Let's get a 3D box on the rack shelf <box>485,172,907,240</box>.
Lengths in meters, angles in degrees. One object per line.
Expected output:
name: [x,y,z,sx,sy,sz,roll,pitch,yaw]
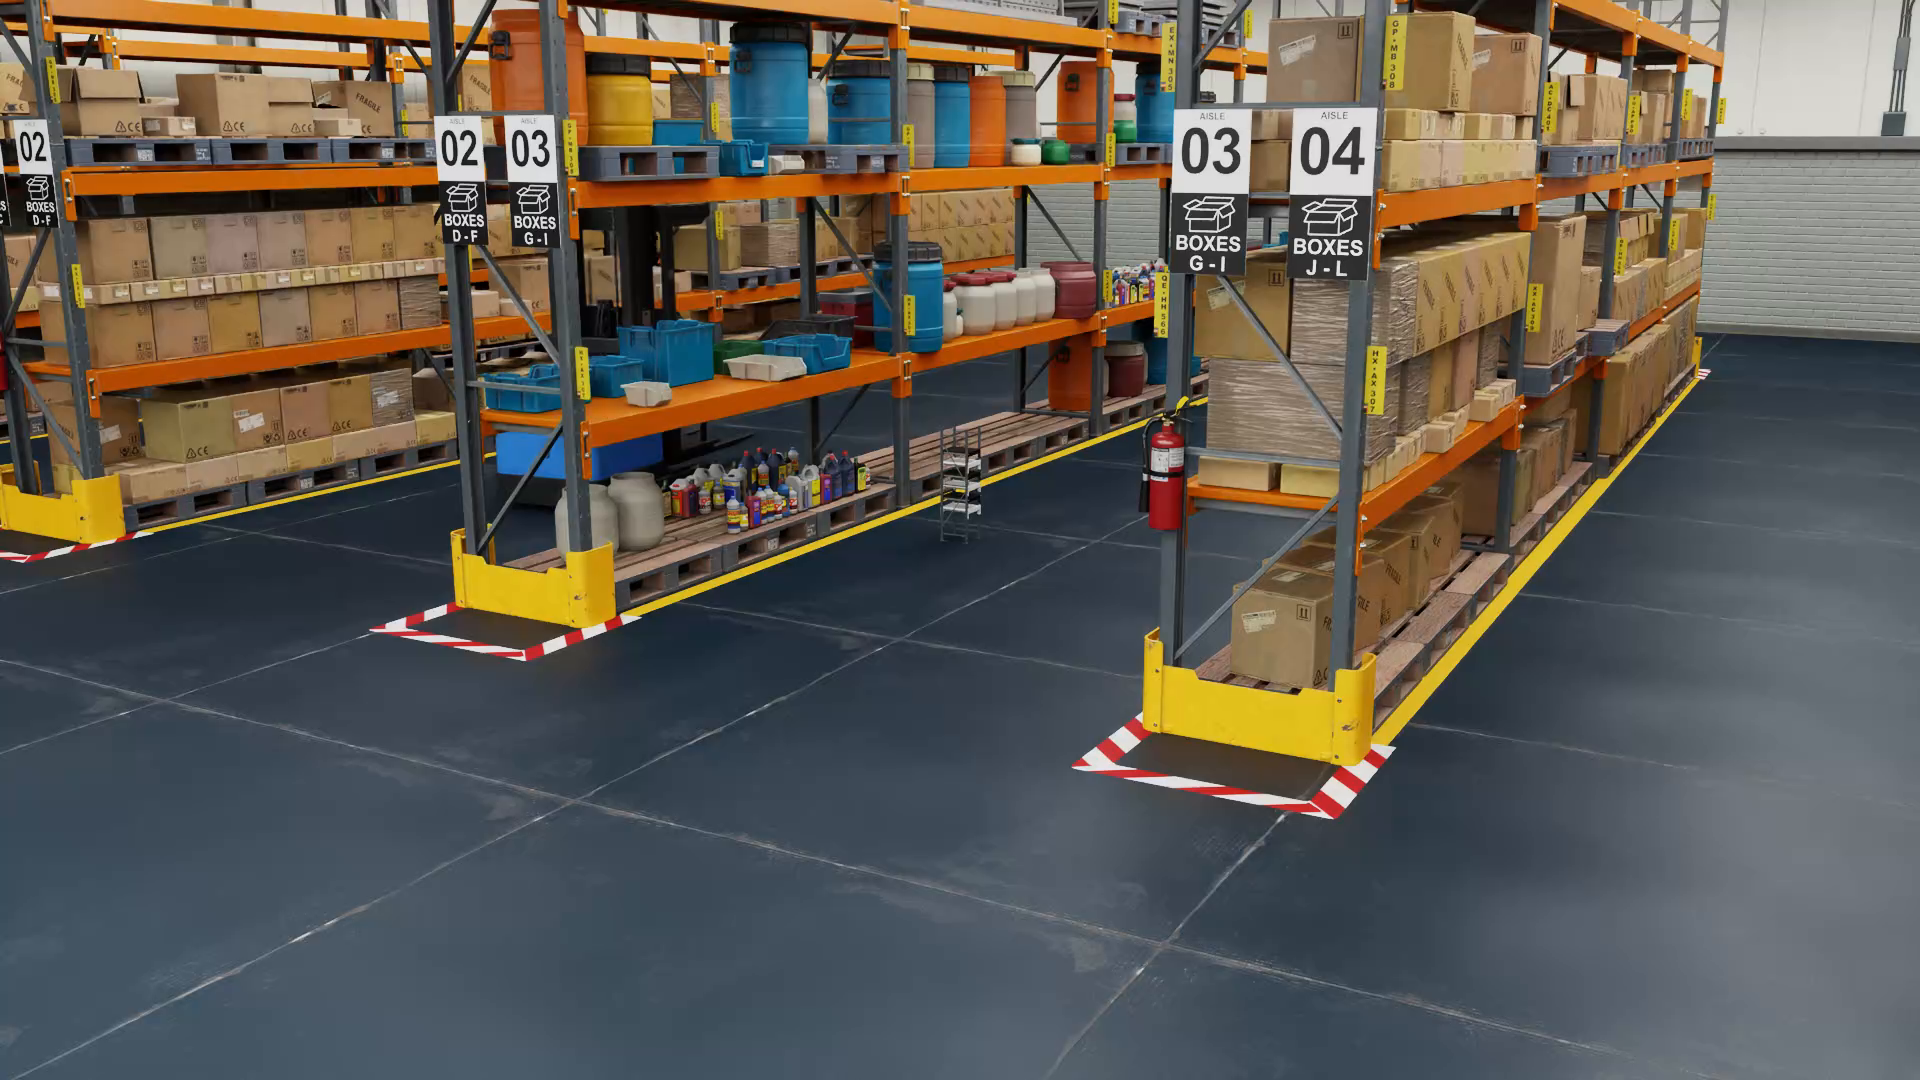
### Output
rack shelf: [-1.860,-2.485,12.076,1.077,0.370,4.000,7,15,28]

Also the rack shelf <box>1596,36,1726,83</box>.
rack shelf: [8.277,-5.650,19.656,1.077,0.370,4.000,7,15,28]

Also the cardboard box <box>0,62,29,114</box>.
cardboard box: [-9.828,-4.664,17.191,0.500,0.500,0.500,8,16,31]

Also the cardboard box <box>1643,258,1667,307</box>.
cardboard box: [7.323,-2.789,17.988,0.500,0.500,0.500,7,15,28]

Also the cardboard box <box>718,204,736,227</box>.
cardboard box: [-4.344,-5.261,27.815,0.980,0.700,0.700,7,15,28]

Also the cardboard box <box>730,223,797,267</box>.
cardboard box: [-2.479,-3.730,20.997,0.700,0.500,0.500,11,17,38]

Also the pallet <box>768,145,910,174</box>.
pallet: [-1.156,-2.994,13.056,1.213,0.211,1.003,7,15,28]

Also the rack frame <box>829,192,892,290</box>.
rack frame: [-1.360,-3.990,23.184,1.000,3.000,0.127,7,15,28]

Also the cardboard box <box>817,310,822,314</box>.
cardboard box: [-1.807,-2.917,23.129,0.500,0.500,0.500,7,15,26]

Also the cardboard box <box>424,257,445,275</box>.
cardboard box: [-5.171,-2.633,15.956,0.380,0.149,0.250,7,15,28]

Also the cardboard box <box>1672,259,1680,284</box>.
cardboard box: [8.011,-3.107,19.206,0.500,0.250,0.500,7,15,28]

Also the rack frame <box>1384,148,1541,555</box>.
rack frame: [3.443,-1.226,11.718,1.000,3.000,0.127,7,15,28]

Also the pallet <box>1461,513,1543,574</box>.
pallet: [3.818,-0.030,12.708,1.003,0.211,1.213,7,15,28]

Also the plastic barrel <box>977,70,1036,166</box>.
plastic barrel: [0.454,-4.166,16.442,0.600,0.901,0.600,0,14,0]

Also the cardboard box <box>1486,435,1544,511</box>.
cardboard box: [4.275,-0.558,13.345,0.700,0.500,0.500,6,15,23]

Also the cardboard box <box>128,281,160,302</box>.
cardboard box: [-6.658,-2.003,13.343,0.380,0.149,0.250,7,15,27]

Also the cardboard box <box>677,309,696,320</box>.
cardboard box: [-4.751,-3.889,27.203,0.700,0.500,0.500,8,16,29]

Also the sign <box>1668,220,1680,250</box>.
sign: [7.790,-3.332,18.152,0.100,0.325,0.005,7,15,28]

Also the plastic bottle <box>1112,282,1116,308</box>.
plastic bottle: [1.613,-2.618,17.766,0.097,0.271,0.097,0,14,0]

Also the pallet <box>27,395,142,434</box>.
pallet: [-9.859,-1.412,18.440,1.003,0.211,1.213,7,15,28]

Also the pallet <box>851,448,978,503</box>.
pallet: [-0.547,-0.597,15.059,1.003,0.211,1.213,7,15,28]

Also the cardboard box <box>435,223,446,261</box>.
cardboard box: [-7.173,-4.004,22.349,0.500,0.500,0.500,8,16,30]

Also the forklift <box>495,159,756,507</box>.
forklift: [-2.907,-1.969,14.948,1.130,2.935,3.031,6,15,22]

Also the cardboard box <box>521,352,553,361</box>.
cardboard box: [-4.547,-1.917,18.358,0.500,0.311,0.500,7,15,27]

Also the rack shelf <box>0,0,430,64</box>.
rack shelf: [-6.194,-4.311,14.102,1.077,0.370,4.000,7,15,28]

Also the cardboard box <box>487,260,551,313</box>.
cardboard box: [-4.587,-2.661,17.459,0.500,0.500,0.500,9,16,32]

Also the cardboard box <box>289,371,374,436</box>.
cardboard box: [-5.751,-1.257,15.217,0.500,0.500,0.500,7,15,28]

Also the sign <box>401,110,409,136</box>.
sign: [-7.158,-5.378,21.436,0.100,0.325,0.005,7,15,28]

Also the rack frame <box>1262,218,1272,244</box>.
rack frame: [4.908,-4.249,24.257,1.000,3.000,0.127,7,15,28]

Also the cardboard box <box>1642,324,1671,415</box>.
cardboard box: [7.018,-1.905,18.171,1.225,0.875,0.875,7,15,28]

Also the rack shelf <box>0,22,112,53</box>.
rack shelf: [-10.532,-5.064,16.381,1.077,0.370,4.000,7,15,28]

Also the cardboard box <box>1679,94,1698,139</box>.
cardboard box: [8.277,-4.995,19.629,0.700,0.500,0.500,8,16,30]

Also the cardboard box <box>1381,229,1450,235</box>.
cardboard box: [3.003,-1.841,11.290,0.500,0.500,0.500,7,15,28]

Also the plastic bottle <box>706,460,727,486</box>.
plastic bottle: [-1.943,-0.468,13.290,0.144,0.351,0.185,7,15,28]

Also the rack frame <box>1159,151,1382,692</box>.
rack frame: [1.509,-0.405,8.314,1.000,3.000,0.127,7,15,28]

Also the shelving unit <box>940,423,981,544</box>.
shelving unit: [0.004,-0.439,12.935,0.258,0.900,0.210,7,15,28]

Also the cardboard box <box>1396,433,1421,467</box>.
cardboard box: [2.357,-0.517,9.315,0.380,0.149,0.250,7,15,28]

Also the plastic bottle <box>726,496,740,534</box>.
plastic bottle: [-1.678,-0.190,12.306,0.097,0.271,0.097,0,14,0]

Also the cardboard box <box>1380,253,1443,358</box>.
cardboard box: [2.261,-1.268,8.912,0.500,0.500,0.500,7,15,28]

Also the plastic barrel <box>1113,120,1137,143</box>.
plastic barrel: [1.754,-4.386,17.860,0.294,0.245,0.294,0,14,0]

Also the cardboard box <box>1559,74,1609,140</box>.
cardboard box: [4.873,-3.464,13.321,0.500,0.500,0.500,8,16,29]

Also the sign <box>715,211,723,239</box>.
sign: [-2.806,-3.670,19.387,0.100,0.325,0.005,7,15,28]

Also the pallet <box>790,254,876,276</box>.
pallet: [-1.842,-3.745,22.578,1.003,0.211,1.213,7,15,28]

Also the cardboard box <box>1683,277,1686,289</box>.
cardboard box: [8.496,-3.088,19.978,0.380,0.149,0.250,7,15,26]

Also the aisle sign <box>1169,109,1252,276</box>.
aisle sign: [1.216,-1.690,8.097,0.394,0.787,0.004,7,15,28]

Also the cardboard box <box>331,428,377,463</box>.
cardboard box: [-5.739,-0.891,15.299,0.500,0.250,0.500,7,15,28]

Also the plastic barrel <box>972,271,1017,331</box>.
plastic barrel: [0.325,-2.264,15.733,0.433,0.535,0.433,0,14,0]

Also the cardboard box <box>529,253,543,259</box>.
cardboard box: [-6.266,-4.081,24.055,0.380,0.149,0.250,7,15,26]

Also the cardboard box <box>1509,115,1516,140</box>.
cardboard box: [3.284,-2.600,10.486,0.380,0.149,0.250,7,15,25]

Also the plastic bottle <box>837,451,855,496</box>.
plastic bottle: [-0.952,-0.548,13.621,0.144,0.351,0.185,7,15,27]

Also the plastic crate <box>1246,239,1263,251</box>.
plastic crate: [3.625,-3.643,21.481,0.402,0.464,0.583,7,15,28]

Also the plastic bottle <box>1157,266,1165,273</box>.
plastic bottle: [2.284,-2.953,18.986,0.144,0.351,0.185,7,15,28]

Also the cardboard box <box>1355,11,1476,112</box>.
cardboard box: [2.463,-2.574,8.993,0.500,0.500,0.500,7,15,28]
